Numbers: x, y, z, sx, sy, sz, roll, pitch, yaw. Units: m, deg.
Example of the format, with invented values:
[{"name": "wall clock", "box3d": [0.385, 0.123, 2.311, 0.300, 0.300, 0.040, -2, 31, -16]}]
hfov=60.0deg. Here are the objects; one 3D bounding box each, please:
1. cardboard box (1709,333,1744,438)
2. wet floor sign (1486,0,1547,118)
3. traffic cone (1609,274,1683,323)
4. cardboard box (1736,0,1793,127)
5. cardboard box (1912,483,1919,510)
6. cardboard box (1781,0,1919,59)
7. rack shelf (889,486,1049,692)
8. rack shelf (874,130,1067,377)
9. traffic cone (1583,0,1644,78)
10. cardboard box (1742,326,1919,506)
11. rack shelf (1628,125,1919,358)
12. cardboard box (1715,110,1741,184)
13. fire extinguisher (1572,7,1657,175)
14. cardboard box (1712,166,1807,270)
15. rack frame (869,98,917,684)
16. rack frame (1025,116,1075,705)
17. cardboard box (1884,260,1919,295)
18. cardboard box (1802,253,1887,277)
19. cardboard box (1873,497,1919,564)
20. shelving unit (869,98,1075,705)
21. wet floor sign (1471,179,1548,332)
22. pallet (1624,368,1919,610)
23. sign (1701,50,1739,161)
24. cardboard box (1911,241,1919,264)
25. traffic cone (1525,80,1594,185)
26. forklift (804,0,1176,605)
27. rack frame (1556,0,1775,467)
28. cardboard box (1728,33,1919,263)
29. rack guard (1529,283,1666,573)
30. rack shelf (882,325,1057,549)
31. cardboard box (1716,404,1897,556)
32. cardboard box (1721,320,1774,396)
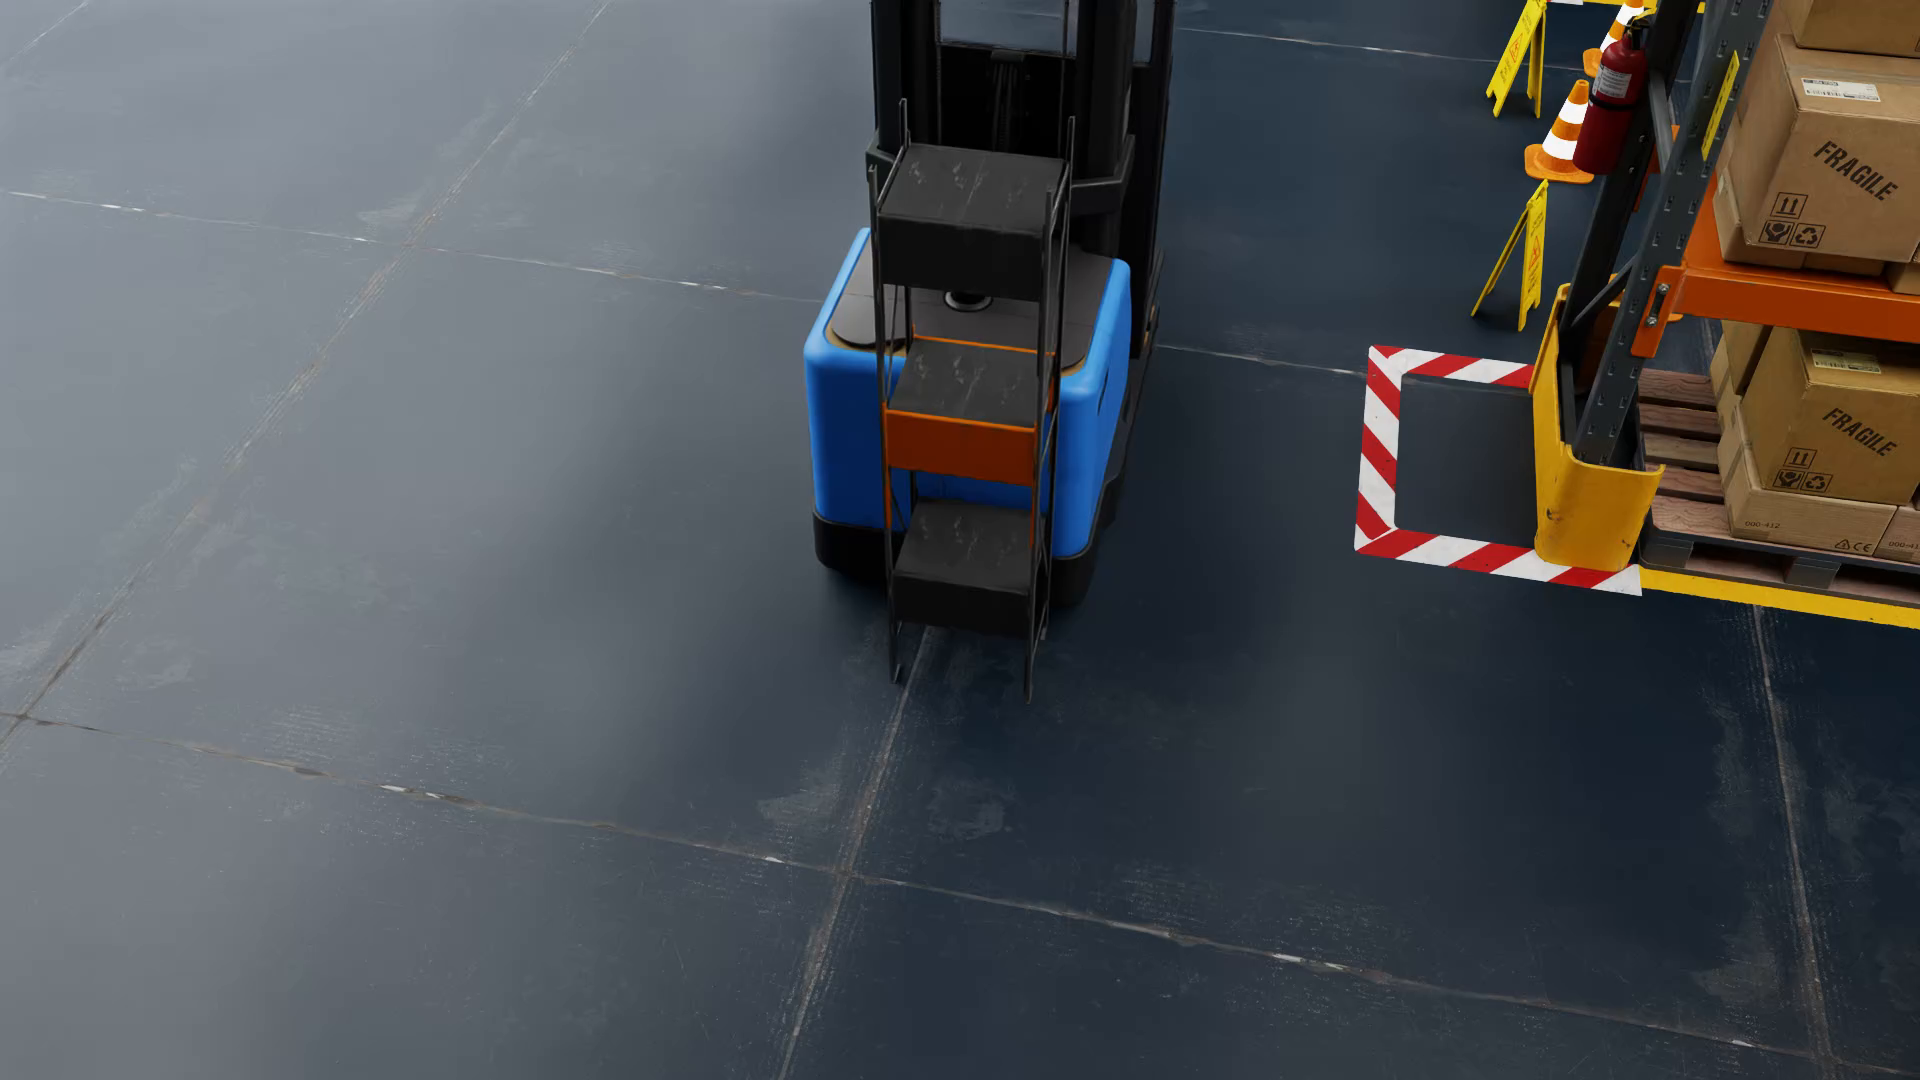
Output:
[{"name": "cardboard box", "box3d": [3.310, -0.597, 6.628, 0.500, 0.250, 0.500, 9, 45, 9]}, {"name": "wet floor sign", "box3d": [2.961, -2.562, 8.687, 0.232, 0.644, 0.267, 2, 44, 2]}, {"name": "traffic cone", "box3d": [3.140, -1.274, 7.481, 0.334, 0.463, 0.336, 9, 45, 9]}, {"name": "cardboard box", "box3d": [3.029, -1.628, 5.732, 0.500, 0.500, 0.500, 8, 44, 8]}, {"name": "cardboard box", "box3d": [3.700, -0.422, 5.906, 0.500, 0.500, 0.500, 7, 44, 8]}, {"name": "cardboard box", "box3d": [2.985, -1.954, 5.350, 0.500, 0.500, 0.700, 8, 44, 8]}, {"name": "rack shelf", "box3d": [0.039, 0.172, 5.827, 0.480, 0.518, 0.431, 8, 45, 8]}, {"name": "rack shelf", "box3d": [0.039, -0.837, 4.856, 0.480, 0.518, 0.431, 8, 45, 8]}, {"name": "traffic cone", "box3d": [3.629, -2.790, 9.056, 0.334, 0.463, 0.336, 9, 45, 9]}, {"name": "cardboard box", "box3d": [3.189, -0.499, 5.985, 0.500, 0.500, 0.500, 7, 44, 8]}, {"name": "rack shelf", "box3d": [4.391, -0.818, 5.697, 4.000, 0.370, 1.077, 9, 45, 9]}, {"name": "cardboard box", "box3d": [2.851, -1.378, 5.941, 0.250, 0.149, 0.380, 10, 45, 10]}, {"name": "fire extinguisher", "box3d": [2.428, -1.682, 6.131, 0.183, 0.674, 0.296, 9, 45, 9]}, {"name": "cardboard box", "box3d": [2.725, -1.098, 5.650, 0.250, 0.149, 0.380, 9, 45, 9]}, {"name": "rack frame", "box3d": [-0.200, -0.377, 5.368, 0.015, 2.100, 0.400, 8, 45, 8]}, {"name": "rack frame", "box3d": [0.278, -0.308, 5.296, 0.015, 2.100, 0.400, 8, 45, 8]}, {"name": "cardboard box", "box3d": [3.216, -0.975, 5.521, 0.250, 0.149, 0.380, 8, 44, 8]}, {"name": "cardboard box", "box3d": [2.975, -1.070, 5.620, 0.250, 0.149, 0.380, 9, 45, 10]}, {"name": "cardboard box", "box3d": [3.662, -0.149, 6.163, 0.500, 0.250, 0.500, 10, 45, 11]}, {"name": "shelving unit", "box3d": [0.039, -0.342, 5.332, 0.503, 2.100, 0.431, 8, 45, 8]}, {"name": "wet floor sign", "box3d": [2.487, -1.285, 7.361, 0.232, 0.644, 0.267, 24, 49, 23]}, {"name": "pallet", "box3d": [3.298, -0.217, 6.564, 1.213, 0.211, 1.003, 9, 45, 9]}, {"name": "sign", "box3d": [2.321, -1.325, 5.080, 0.005, 0.325, 0.100, 9, 45, 9]}, {"name": "cardboard box", "box3d": [3.347, -1.188, 5.275, 0.500, 0.500, 0.500, 10, 45, 10]}, {"name": "traffic cone", "box3d": [3.051, -2.077, 8.315, 0.334, 0.463, 0.336, 9, 45, 9]}, {"name": "forklift", "box3d": [0.273, -1.852, 6.301, 1.130, 2.935, 3.031, 9, 45, 9]}, {"name": "rack frame", "box3d": [2.439, -1.380, 5.762, 0.127, 3.000, 1.000, 9, 45, 9]}, {"name": "cardboard box", "box3d": [2.841, -1.264, 5.355, 0.500, 0.500, 0.500, 8, 45, 8]}, {"name": "rack guard", "box3d": [2.513, -0.468, 6.617, 0.348, 0.500, 1.175, 9, 45, 9]}, {"name": "rack shelf", "box3d": [0.039, -0.332, 5.342, 0.480, 0.518, 0.431, 8, 45, 8]}, {"name": "cardboard box", "box3d": [3.166, -0.232, 6.248, 0.500, 0.250, 0.500, 8, 45, 9]}, {"name": "cardboard box", "box3d": [3.278, -0.866, 6.367, 0.500, 0.500, 0.500, 9, 45, 9]}]
